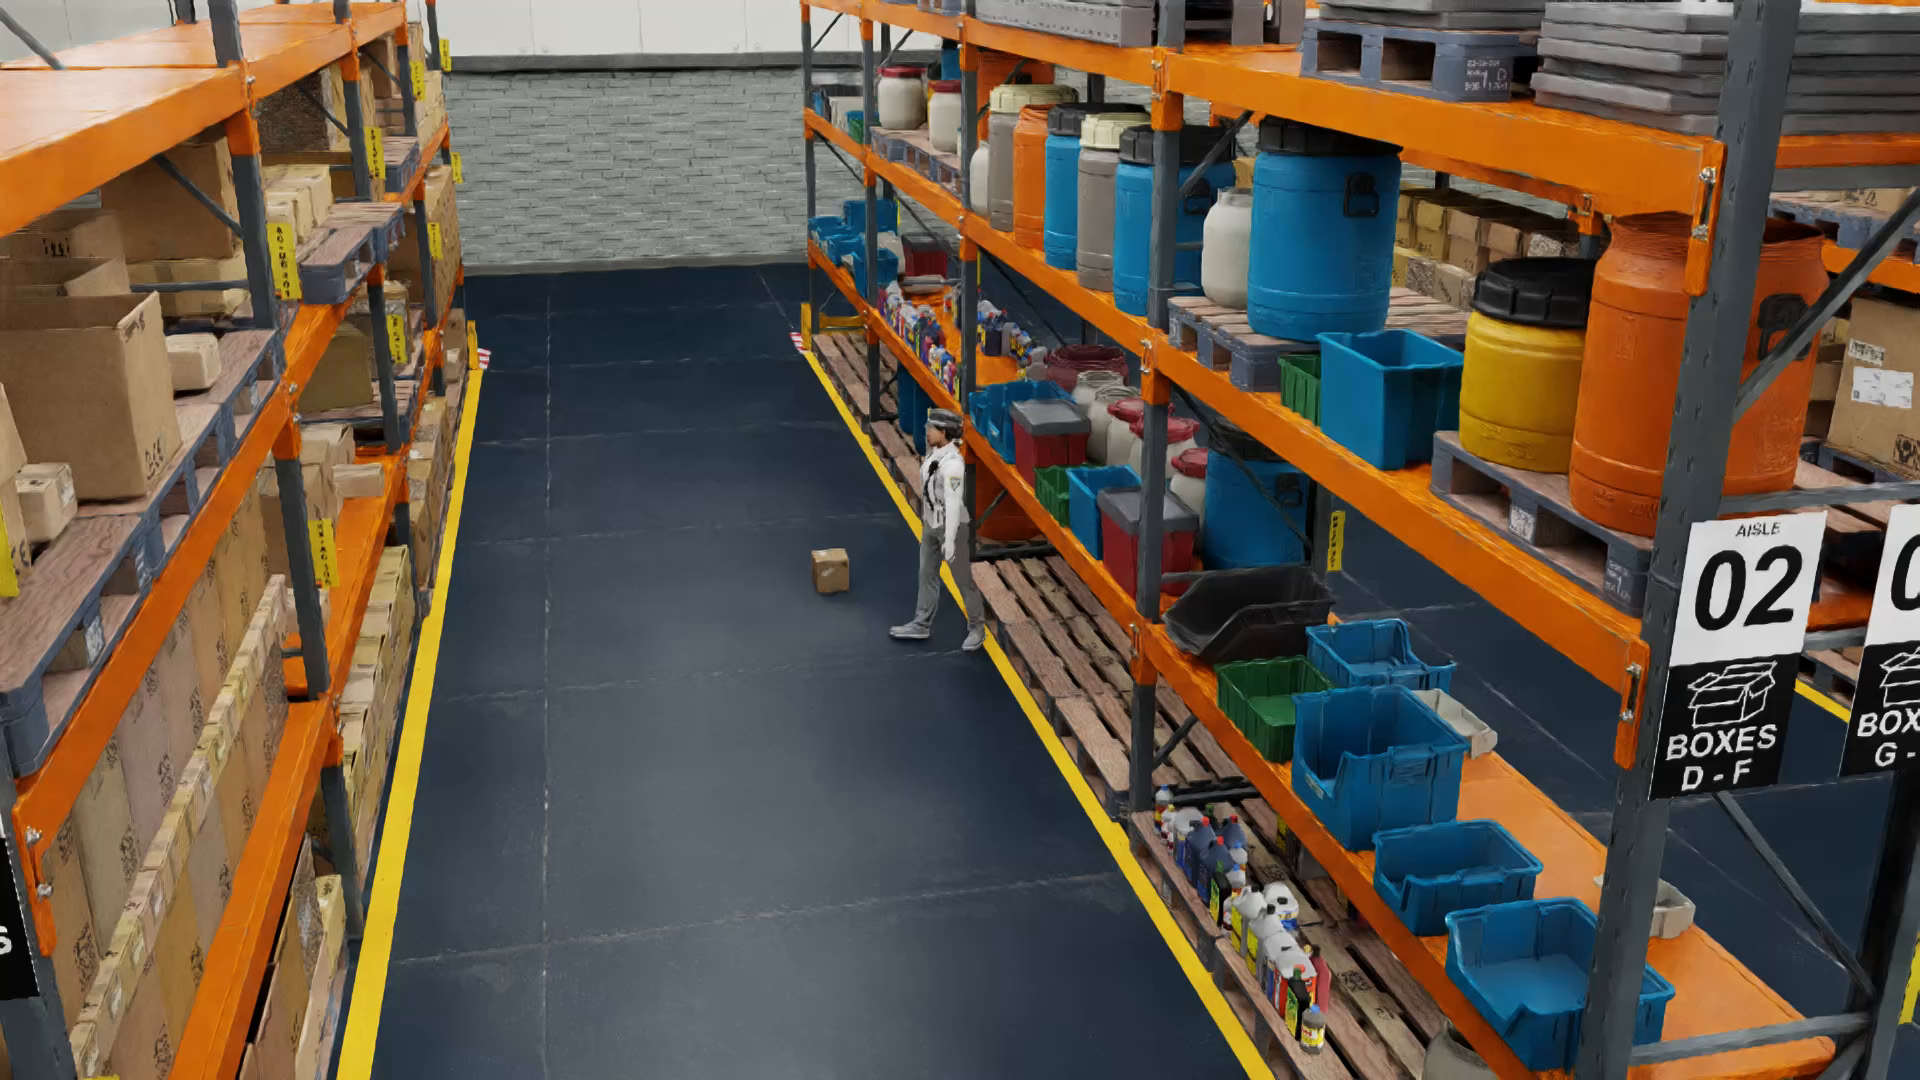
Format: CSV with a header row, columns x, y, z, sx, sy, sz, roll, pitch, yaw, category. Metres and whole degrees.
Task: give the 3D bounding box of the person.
x,y,z,sx,sy,sz,roll,pitch,yaw,category
-0.161,-0.106,11.310,0.631,1.659,0.684,-7,21,-18,person
